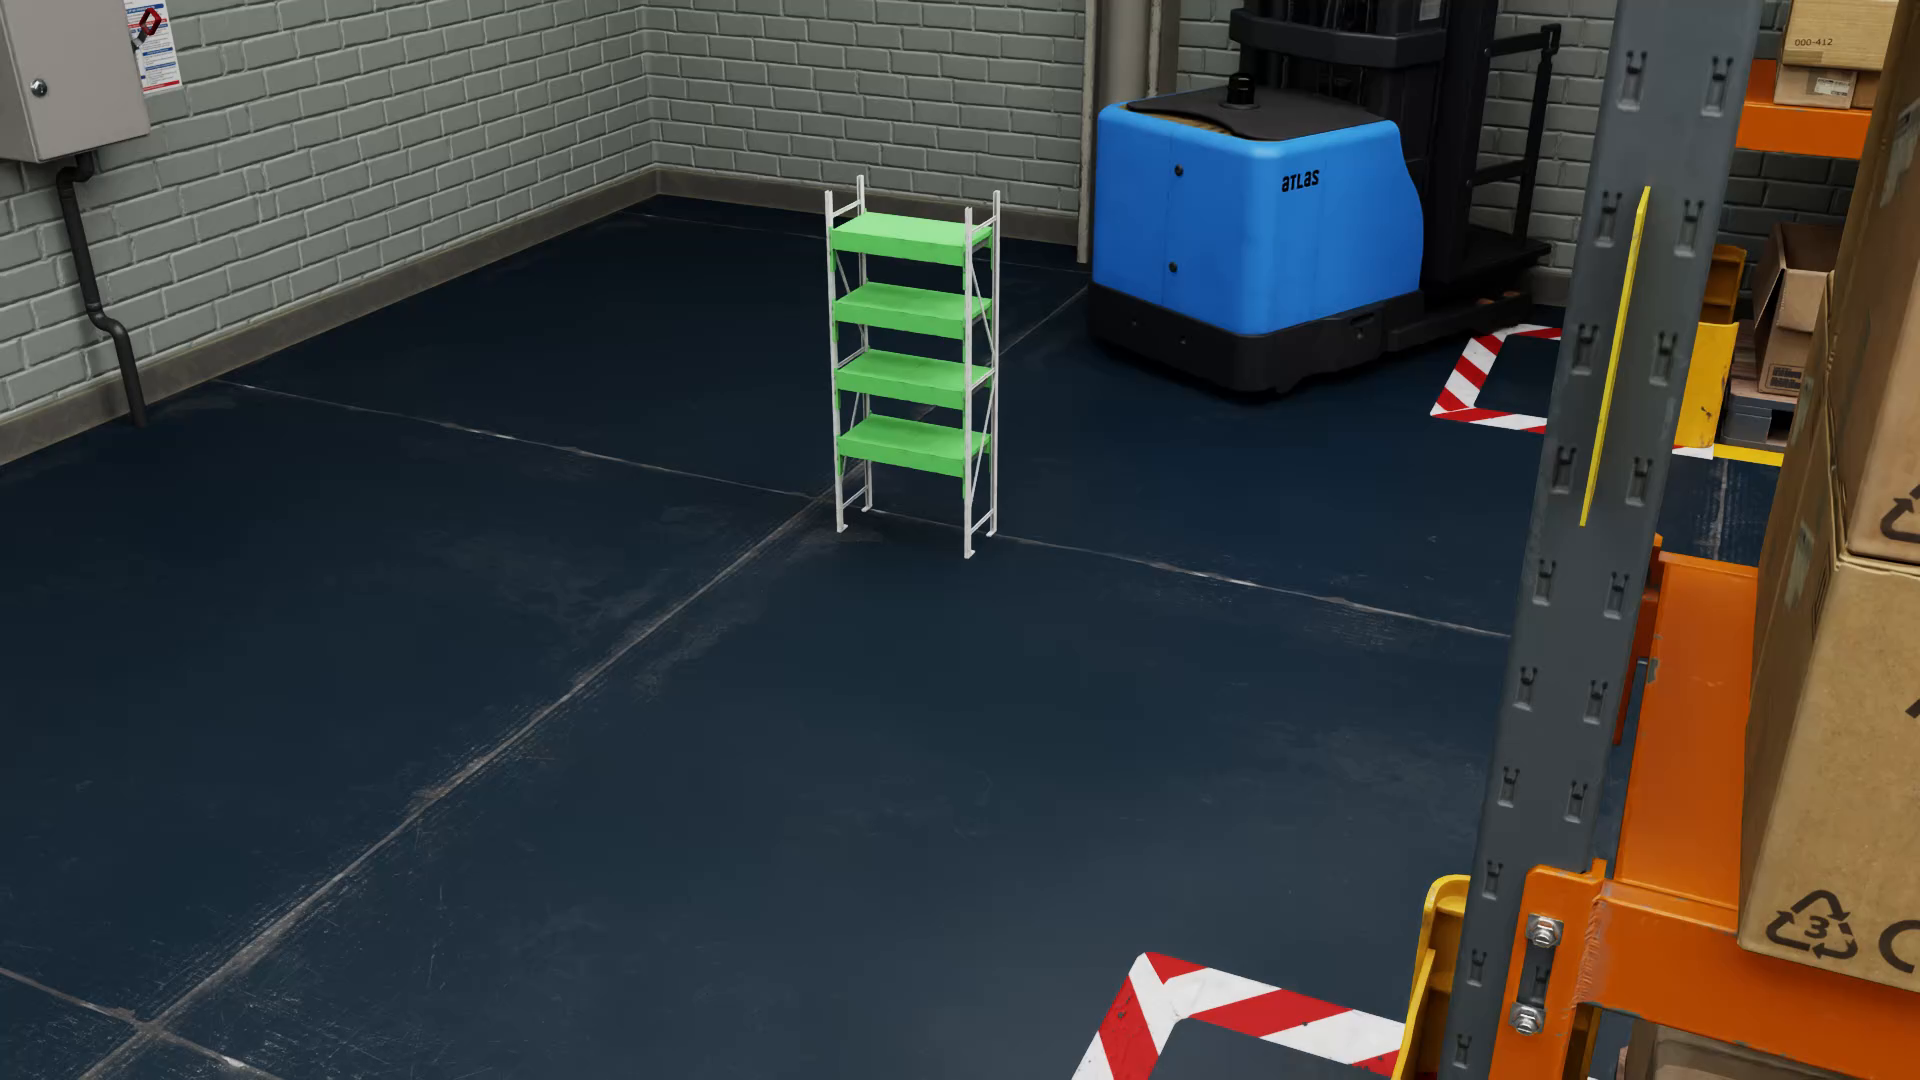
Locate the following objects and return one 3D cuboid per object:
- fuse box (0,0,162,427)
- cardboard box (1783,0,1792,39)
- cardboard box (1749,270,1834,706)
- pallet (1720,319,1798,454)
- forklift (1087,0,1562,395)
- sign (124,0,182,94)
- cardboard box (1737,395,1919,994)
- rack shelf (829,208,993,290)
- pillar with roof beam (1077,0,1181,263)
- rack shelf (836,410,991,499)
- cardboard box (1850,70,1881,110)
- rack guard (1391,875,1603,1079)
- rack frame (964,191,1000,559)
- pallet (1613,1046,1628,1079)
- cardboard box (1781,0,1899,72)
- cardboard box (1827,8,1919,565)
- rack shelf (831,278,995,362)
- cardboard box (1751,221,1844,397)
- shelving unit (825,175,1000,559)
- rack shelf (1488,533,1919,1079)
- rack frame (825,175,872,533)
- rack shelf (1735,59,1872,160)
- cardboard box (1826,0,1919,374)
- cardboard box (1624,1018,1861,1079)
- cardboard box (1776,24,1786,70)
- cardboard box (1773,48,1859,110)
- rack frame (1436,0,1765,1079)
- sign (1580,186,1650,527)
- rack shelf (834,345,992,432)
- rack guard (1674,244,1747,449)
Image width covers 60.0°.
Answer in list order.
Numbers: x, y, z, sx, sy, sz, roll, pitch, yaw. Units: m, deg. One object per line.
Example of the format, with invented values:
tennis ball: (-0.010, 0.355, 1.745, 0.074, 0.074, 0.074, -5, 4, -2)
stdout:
fuse box: (-3.257, -1.238, 6.326, 0.414, 1.711, 0.539, 11, 28, 22)
cardboard box: (3.463, -2.061, 6.374, 0.500, 0.250, 0.500, 12, 29, 23)
cardboard box: (1.431, -0.039, 2.320, 0.500, 0.500, 0.500, 12, 28, 22)
pallet: (3.729, -0.562, 6.653, 1.213, 0.211, 1.003, 11, 28, 22)
forklift: (2.052, -2.427, 7.362, 3.031, 2.935, 1.130, -19, 32, -33)
sign: (-3.242, -2.009, 6.543, 0.001, 0.494, 0.329, 11, 28, 22)
cardboard box: (1.201, 0.182, 1.871, 0.500, 0.500, 0.500, 11, 28, 21)
rack shelf: (-0.151, -0.942, 5.363, 0.480, 0.148, 0.258, 11, 28, 22)
pillar with roof beam: (-0.929, -3.788, 3.257, 0.400, 9.000, 9.100, 11, 28, 22)
rack shelf: (-0.151, -0.296, 5.681, 0.480, 0.148, 0.258, 11, 28, 22)
cardboard box: (3.370, -1.662, 6.013, 0.250, 0.149, 0.380, 12, 29, 23)
rack guard: (0.861, 1.141, 2.866, 0.348, 0.500, 1.175, 11, 28, 22)
rack frame: (0.071, -0.524, 5.456, 0.015, 1.200, 0.240, 11, 28, 22)
pallet: (1.643, 1.390, 2.688, 1.213, 0.211, 1.003, 11, 28, 22)
cardboard box: (3.236, -1.847, 5.939, 0.500, 0.250, 0.500, 12, 28, 22)
cardboard box: (1.202, -0.267, 1.652, 0.500, 0.500, 0.500, 11, 28, 21)
rack shelf: (-0.151, -0.727, 5.469, 0.480, 0.148, 0.258, 11, 28, 22)
cardboard box: (3.452, -0.891, 6.515, 0.637, 0.503, 0.797, 10, 28, 20)
shelving unit: (-0.151, -0.569, 5.546, 0.503, 1.200, 0.258, 11, 28, 22)
rack shelf: (2.703, 0.712, 1.722, 4.000, 0.370, 1.077, 11, 28, 22)
rack frame: (-0.373, -0.613, 5.637, 0.015, 1.200, 0.240, 11, 28, 22)
rack shelf: (4.755, -1.284, 5.777, 4.000, 0.370, 1.077, 11, 28, 22)
cardboard box: (1.420, -0.477, 2.078, 0.500, 0.500, 0.500, 12, 29, 23)
cardboard box: (1.525, 1.066, 2.615, 0.875, 0.438, 0.875, 10, 28, 20)
cardboard box: (3.347, -1.907, 6.512, 0.250, 0.149, 0.380, 11, 28, 21)
cardboard box: (3.120, -1.689, 6.070, 0.250, 0.149, 0.380, 11, 28, 21)
rack frame: (0.884, 0.023, 2.308, 0.053, 2.616, 0.949, 11, 28, 22)
sign: (0.648, -0.178, 1.646, 0.005, 0.325, 0.100, 11, 28, 22)
rack shelf: (-0.151, -0.511, 5.575, 0.480, 0.148, 0.258, 11, 28, 22)
rack guard: (3.003, -0.837, 6.884, 0.348, 0.500, 1.175, 11, 28, 22)
